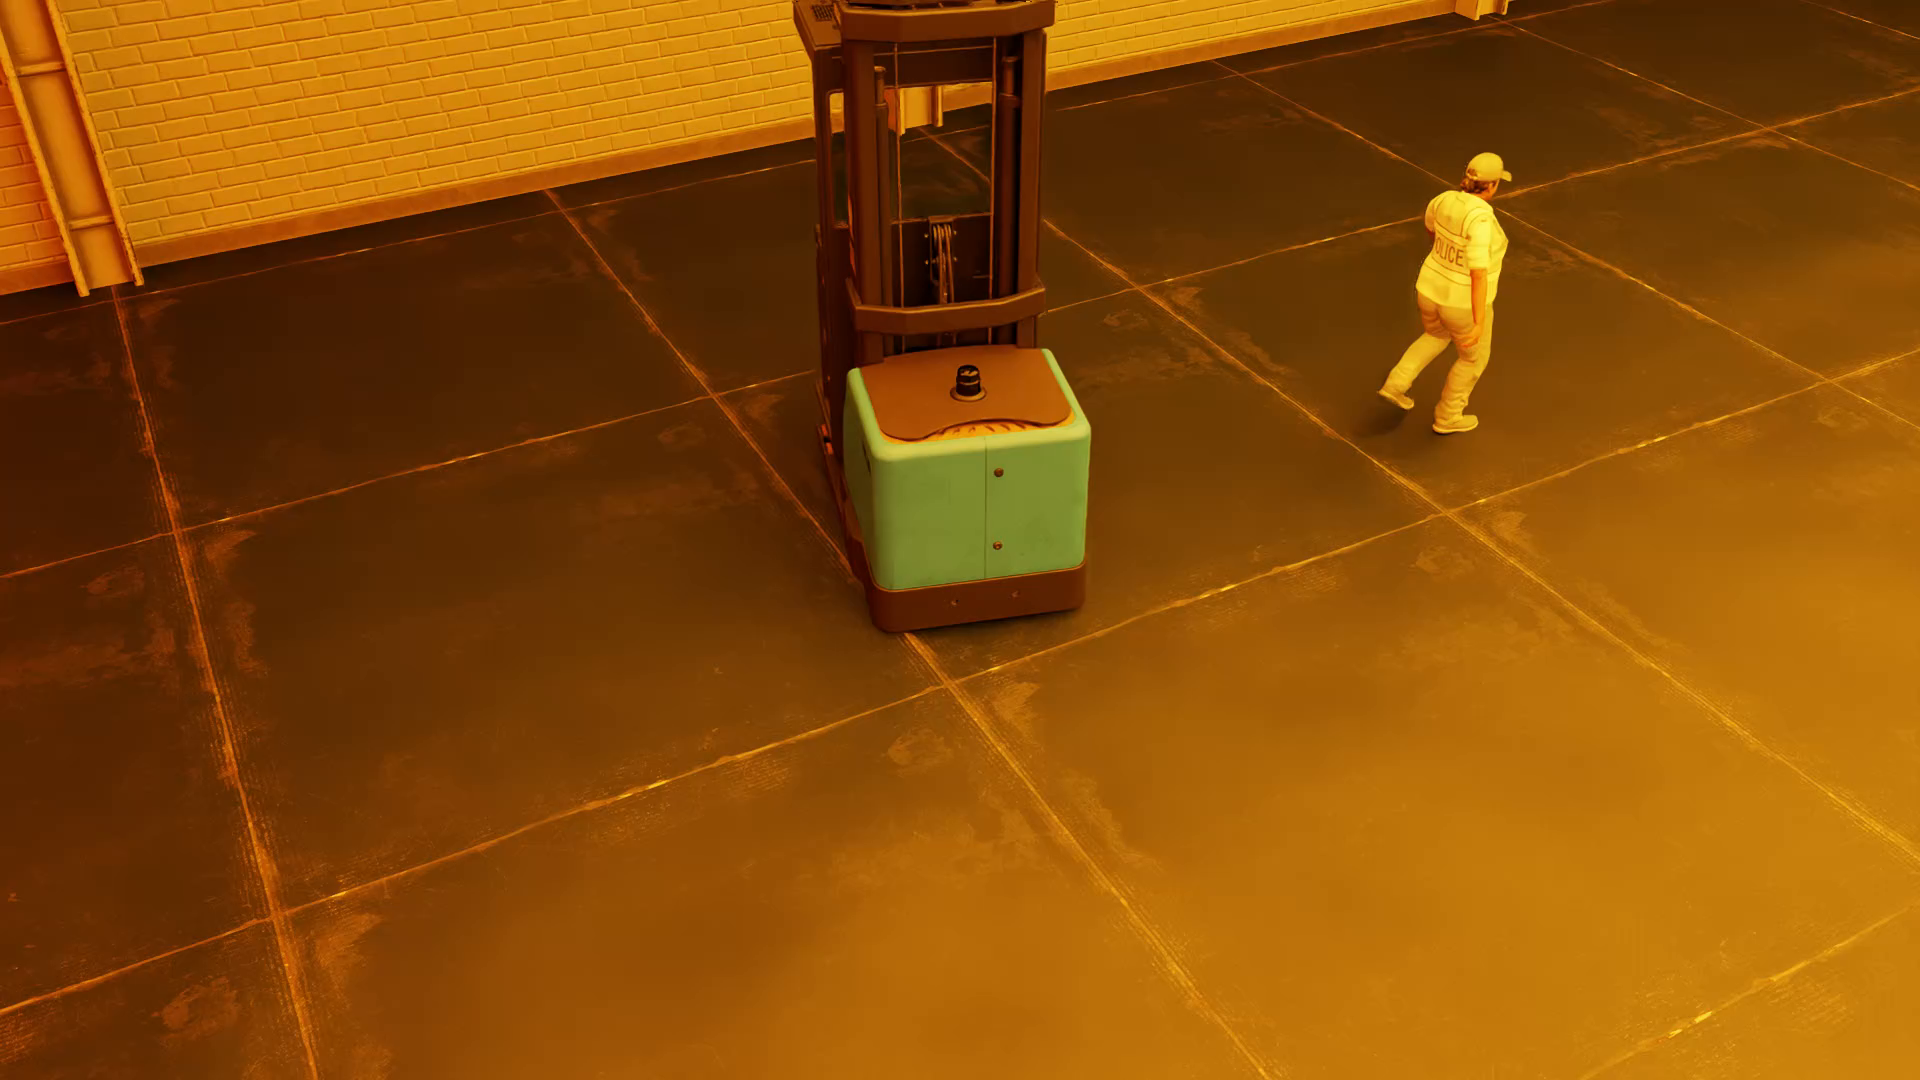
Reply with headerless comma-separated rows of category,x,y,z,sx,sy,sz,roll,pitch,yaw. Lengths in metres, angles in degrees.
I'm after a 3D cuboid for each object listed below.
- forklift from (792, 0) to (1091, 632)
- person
forklift,-0.193,-1.606,8.395,1.130,2.935,3.031,-7,36,-10
person,2.711,-1.331,9.127,0.564,1.648,0.719,-16,38,-21
